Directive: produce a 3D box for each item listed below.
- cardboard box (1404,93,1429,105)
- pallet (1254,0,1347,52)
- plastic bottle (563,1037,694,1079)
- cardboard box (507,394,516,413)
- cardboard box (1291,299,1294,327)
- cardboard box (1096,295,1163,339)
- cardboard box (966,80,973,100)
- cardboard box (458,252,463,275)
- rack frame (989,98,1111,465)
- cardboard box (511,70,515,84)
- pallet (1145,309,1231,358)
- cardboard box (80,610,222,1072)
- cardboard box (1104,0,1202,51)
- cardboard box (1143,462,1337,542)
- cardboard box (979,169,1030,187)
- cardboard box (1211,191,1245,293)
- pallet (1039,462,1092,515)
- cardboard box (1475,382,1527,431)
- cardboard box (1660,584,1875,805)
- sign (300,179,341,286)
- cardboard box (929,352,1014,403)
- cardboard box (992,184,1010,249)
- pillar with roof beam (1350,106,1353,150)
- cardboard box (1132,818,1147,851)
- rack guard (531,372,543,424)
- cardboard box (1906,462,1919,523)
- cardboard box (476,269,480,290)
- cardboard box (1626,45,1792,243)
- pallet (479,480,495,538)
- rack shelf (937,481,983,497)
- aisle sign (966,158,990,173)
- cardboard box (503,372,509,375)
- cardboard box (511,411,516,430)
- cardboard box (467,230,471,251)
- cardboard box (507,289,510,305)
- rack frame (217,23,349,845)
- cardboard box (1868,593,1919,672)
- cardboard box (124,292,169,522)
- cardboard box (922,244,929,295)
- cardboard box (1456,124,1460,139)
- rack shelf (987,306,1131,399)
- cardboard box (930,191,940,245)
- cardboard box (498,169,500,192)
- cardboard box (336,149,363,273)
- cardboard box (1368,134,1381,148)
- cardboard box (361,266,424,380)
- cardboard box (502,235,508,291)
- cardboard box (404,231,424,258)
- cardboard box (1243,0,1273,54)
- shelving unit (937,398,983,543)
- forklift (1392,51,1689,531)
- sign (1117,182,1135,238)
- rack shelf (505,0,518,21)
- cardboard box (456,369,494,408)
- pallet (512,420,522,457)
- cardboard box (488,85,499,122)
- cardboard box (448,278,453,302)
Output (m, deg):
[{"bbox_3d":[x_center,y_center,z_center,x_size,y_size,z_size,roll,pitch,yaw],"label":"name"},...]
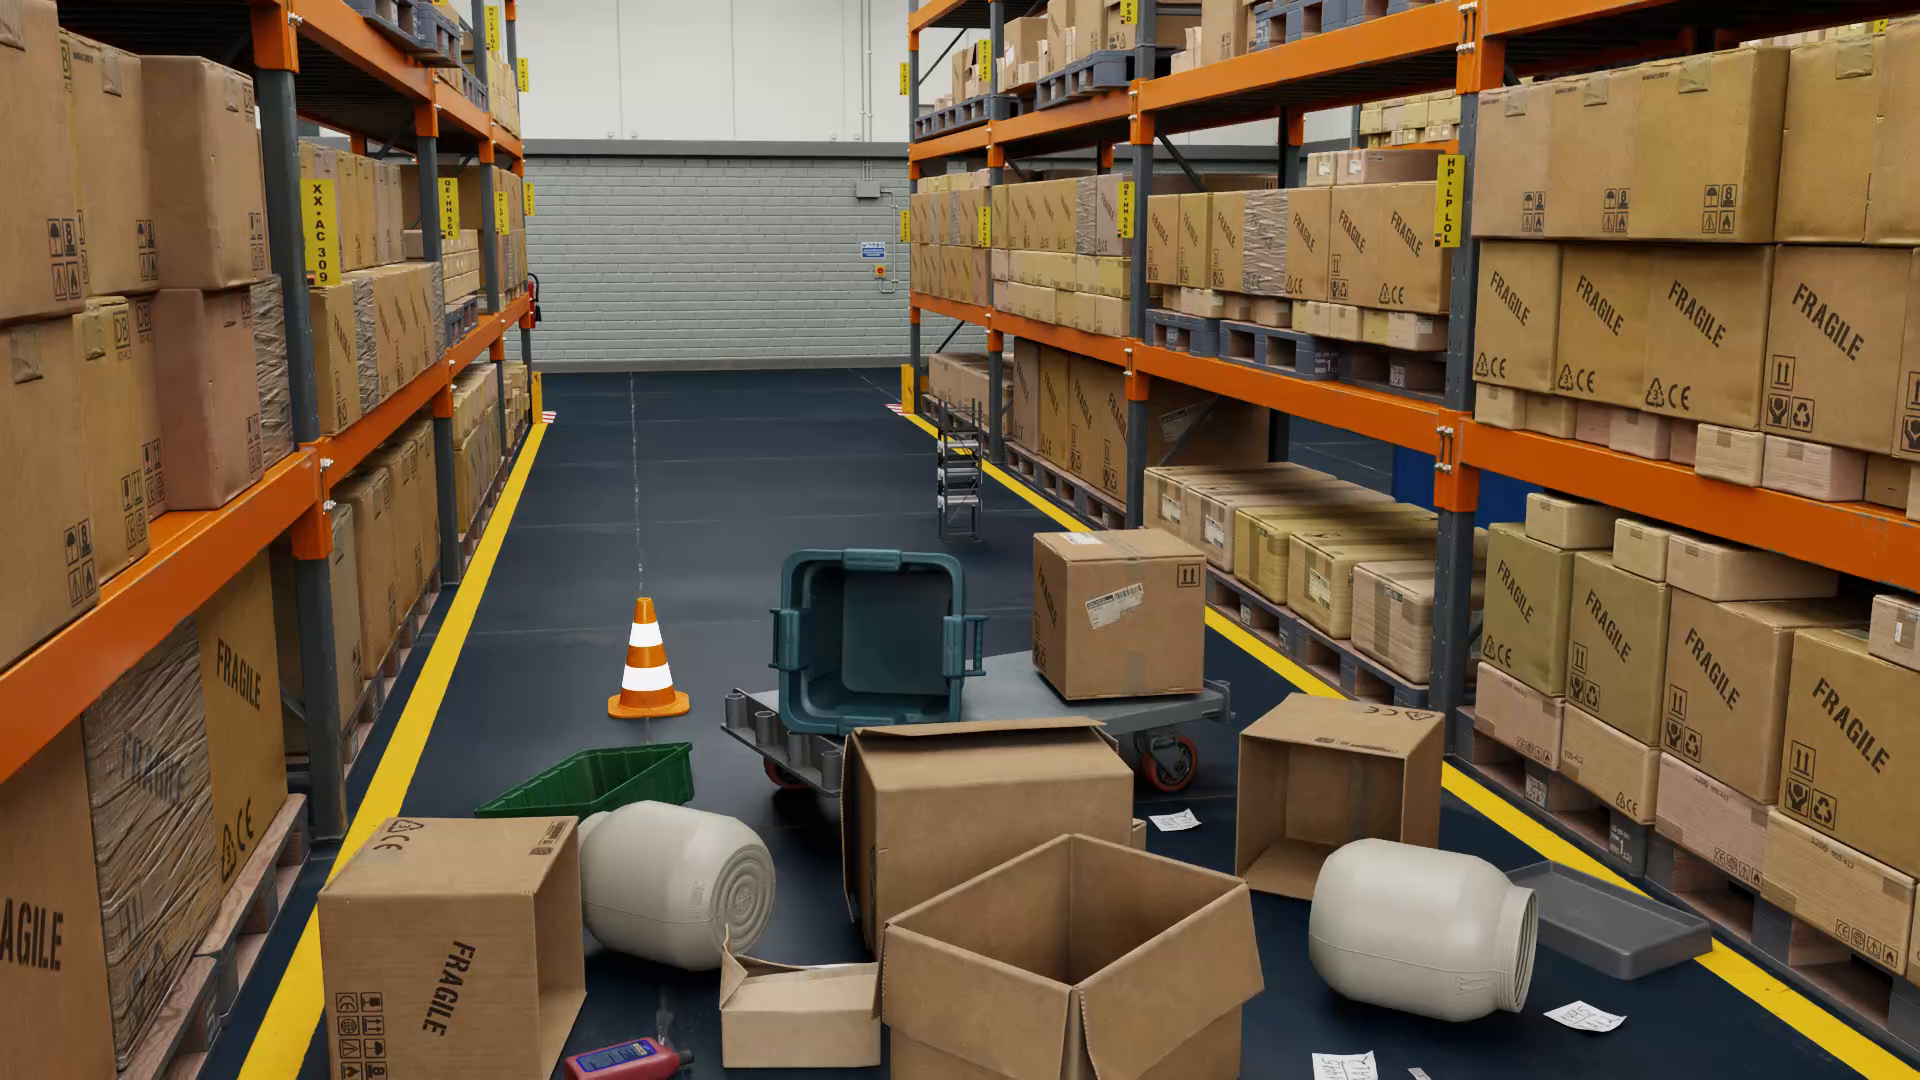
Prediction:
[{"bbox_3d":[4.869,-4.568,16.919,0.500,0.250,0.500,-2,11,-12],"label":"cardboard box"},{"bbox_3d":[2.082,-2.359,7.547,1.213,0.211,1.003,-2,11,-11],"label":"pallet"},{"bbox_3d":[-0.787,1.250,3.964,0.283,0.061,0.133,-6,13,-31],"label":"plastic bottle"},{"bbox_3d":[-4.133,-1.205,14.711,0.380,0.149,0.250,-2,11,-11],"label":"cardboard box"},{"bbox_3d":[1.797,-1.077,7.882,0.380,0.149,0.250,-3,11,-13],"label":"cardboard box"},{"bbox_3d":[1.172,-1.414,10.502,0.500,0.250,0.500,-3,11,-13],"label":"cardboard box"},{"bbox_3d":[0.257,-3.897,14.408,0.380,0.149,0.250,-2,11,-10],"label":"cardboard box"},{"bbox_3d":[-3.558,-1.861,11.202,0.380,0.149,0.250,-2,11,-11],"label":"cardboard box"},{"bbox_3d":[0.747,-2.138,13.904,1.000,3.000,0.127,-2,11,-11],"label":"rack frame"},{"bbox_3d":[-4.514,-4.464,16.101,0.380,0.149,0.250,-2,11,-12],"label":"cardboard box"},{"bbox_3d":[1.768,-1.183,9.402,1.213,0.211,1.003,-2,11,-11],"label":"pallet"},{"bbox_3d":[-2.300,0.649,3.825,0.875,0.875,0.875,-2,11,-11],"label":"cardboard box"},{"bbox_3d":[1.303,-3.198,10.055,0.797,0.503,0.637,-3,11,-15],"label":"cardboard box"},{"bbox_3d":[1.625,-0.215,9.710,0.950,0.372,0.625,-3,11,-15],"label":"cardboard box"},{"bbox_3d":[0.375,-3.041,13.977,0.380,0.149,0.250,-2,11,-12],"label":"cardboard box"},{"bbox_3d":[1.603,-1.522,8.484,0.500,0.500,0.500,-2,11,-10],"label":"cardboard box"},{"bbox_3d":[1.212,-0.405,12.258,1.003,0.211,1.213,-2,11,-11],"label":"pallet"},{"bbox_3d":[2.049,-0.477,5.854,0.380,0.149,0.250,-2,11,-11],"label":"cardboard box"},{"bbox_3d":[2.368,0.417,4.710,0.500,0.500,0.500,-2,11,-8],"label":"cardboard box"},{"bbox_3d":[-1.989,-0.956,5.172,0.100,0.325,0.005,-2,11,-11],"label":"sign"},{"bbox_3d":[0.195,-1.701,17.342,0.875,0.438,0.875,-3,11,-13],"label":"cardboard box"},{"bbox_3d":[0.550,-2.587,13.323,0.500,0.500,0.500,-2,11,-10],"label":"cardboard box"},{"bbox_3d":[0.974,-6.370,20.098,9.100,9.000,0.400,-2,11,-11],"label":"pillar with roof beam"},{"bbox_3d":[0.356,0.900,5.256,0.396,0.266,0.258,9,14,38],"label":"cardboard box"},{"bbox_3d":[-4.852,-1.431,16.876,1.175,0.500,0.348,-2,11,-11],"label":"rack guard"},{"bbox_3d":[2.481,-0.106,3.903,0.380,0.149,0.250,-2,11,-12],"label":"cardboard box"},{"bbox_3d":[-3.818,-1.956,12.501,0.380,0.149,0.250,-2,11,-12],"label":"cardboard box"},{"bbox_3d":[2.325,-1.081,4.614,0.700,0.500,0.500,-2,11,-12],"label":"cardboard box"},{"bbox_3d":[-3.695,-0.202,11.194,1.003,0.211,1.213,-2,11,-11],"label":"pallet"},{"bbox_3d":[-0.002,-0.322,10.643,0.258,0.077,0.200,-2,11,-11],"label":"rack shelf"},{"bbox_3d":[0.259,-4.173,17.644,0.394,0.787,0.004,-2,11,-11],"label":"aisle sign"},{"bbox_3d":[-4.310,-1.442,15.162,0.380,0.149,0.250,-3,11,-13],"label":"cardboard box"},{"bbox_3d":[-4.137,-1.060,14.743,0.380,0.149,0.250,-2,11,-13],"label":"cardboard box"},{"bbox_3d":[-3.718,-2.151,11.932,0.380,0.149,0.250,-2,11,-13],"label":"cardboard box"},{"bbox_3d":[-4.127,-2.119,14.480,0.380,0.149,0.250,-2,11,-8],"label":"cardboard box"},{"bbox_3d":[-2.533,-0.472,5.152,1.000,3.000,0.127,-2,11,-11],"label":"rack frame"},{"bbox_3d":[2.436,0.224,3.988,0.380,0.149,0.250,-2,11,-9],"label":"cardboard box"},{"bbox_3d":[-2.331,-0.275,3.717,0.875,0.550,0.550,-2,11,-11],"label":"cardboard box"},{"bbox_3d":[-0.094,-2.730,16.750,0.500,0.500,0.500,-2,11,-12],"label":"cardboard box"},{"bbox_3d":[5.045,-3.960,16.129,0.380,0.149,0.250,-2,11,-10],"label":"cardboard box"},{"bbox_3d":[1.136,-1.417,12.044,1.077,0.370,4.000,-2,11,-11],"label":"rack shelf"},{"bbox_3d":[-0.002,-3.124,16.148,0.500,0.500,0.500,-2,11,-11],"label":"cardboard box"},{"bbox_3d":[-4.054,-2.812,13.709,0.500,0.500,0.500,-2,11,-13],"label":"cardboard box"},{"bbox_3d":[-2.932,-1.382,6.996,0.700,0.500,0.500,-2,11,-12],"label":"cardboard box"},{"bbox_3d":[4.671,-4.336,18.102,0.380,0.149,0.250,-2,11,-10],"label":"cardboard box"},{"bbox_3d":[-2.767,-0.998,7.652,0.500,0.500,0.500,-2,11,-12],"label":"cardboard box"},{"bbox_3d":[-4.041,-2.325,13.825,0.500,0.500,0.500,-2,11,-11],"label":"cardboard box"},{"bbox_3d":[-3.212,-1.673,9.422,0.380,0.149,0.250,-2,11,-11],"label":"cardboard box"},{"bbox_3d":[1.849,-2.649,8.296,0.797,0.503,0.637,-2,11,-11],"label":"cardboard box"},{"bbox_3d":[-0.002,-0.444,10.620,0.258,0.900,0.210,-2,11,-11],"label":"shelving unit"},{"bbox_3d":[3.750,-1.072,8.490,1.130,2.935,3.031,-8,13,-36],"label":"forklift"},{"bbox_3d":[0.981,-1.952,9.833,0.100,0.325,0.005,-2,11,-11],"label":"sign"},{"bbox_3d":[-4.478,-4.898,14.295,1.077,0.370,4.000,-2,11,-11],"label":"rack shelf"},{"bbox_3d":[-3.609,-1.064,11.818,0.500,0.250,0.500,-2,11,-8],"label":"cardboard box"},{"bbox_3d":[-4.495,-0.915,14.940,1.003,0.211,1.213,-2,11,-11],"label":"pallet"},{"bbox_3d":[-3.920,-3.433,13.091,0.500,0.250,0.500,-2,11,-8],"label":"cardboard box"},{"bbox_3d":[-3.413,-1.574,10.495,0.380,0.149,0.250,-2,11,-9],"label":"cardboard box"}]
